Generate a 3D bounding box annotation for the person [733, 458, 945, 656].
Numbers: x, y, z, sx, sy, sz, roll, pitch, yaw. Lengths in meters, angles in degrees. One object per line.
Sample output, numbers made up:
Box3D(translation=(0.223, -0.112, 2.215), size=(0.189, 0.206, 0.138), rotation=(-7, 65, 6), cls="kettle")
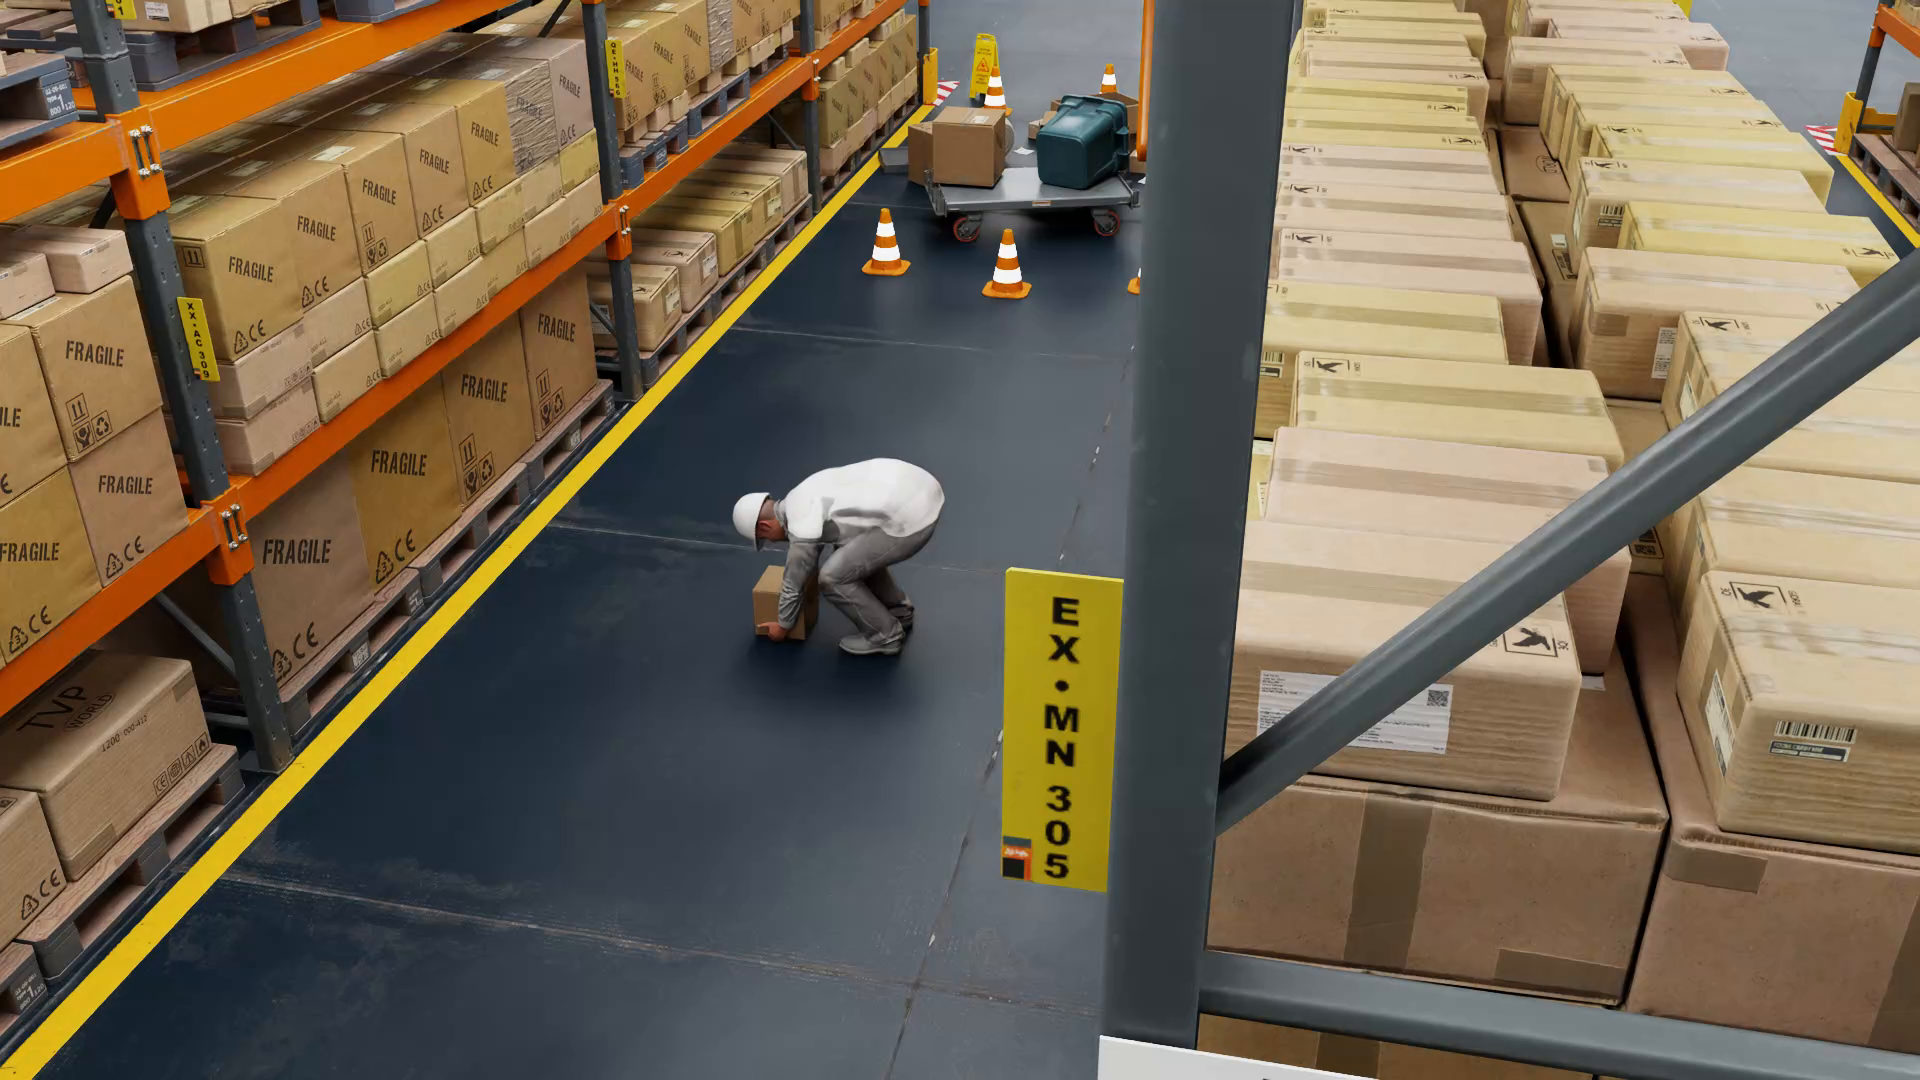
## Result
Box3D(translation=(-0.579, 0.050, 7.896), size=(0.999, 0.924, 0.518), rotation=(5, 29, 8), cls="person")
